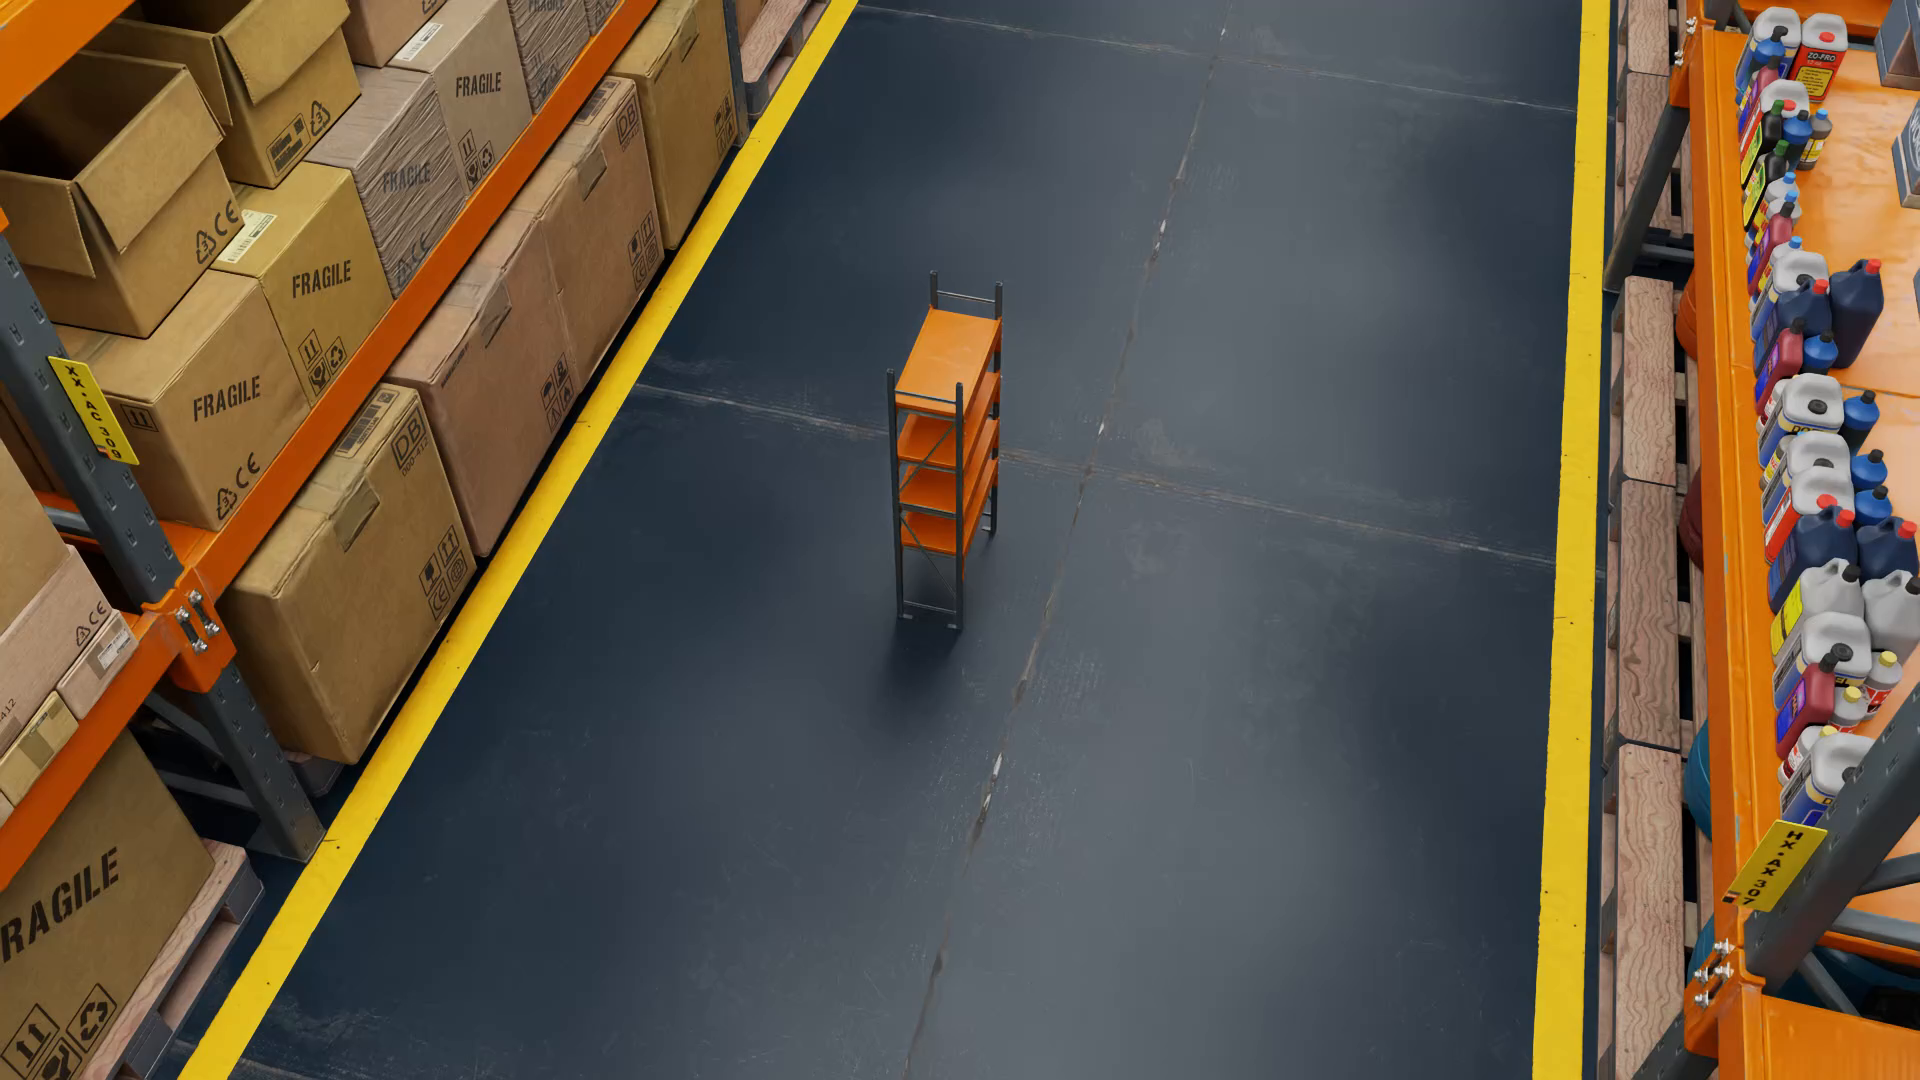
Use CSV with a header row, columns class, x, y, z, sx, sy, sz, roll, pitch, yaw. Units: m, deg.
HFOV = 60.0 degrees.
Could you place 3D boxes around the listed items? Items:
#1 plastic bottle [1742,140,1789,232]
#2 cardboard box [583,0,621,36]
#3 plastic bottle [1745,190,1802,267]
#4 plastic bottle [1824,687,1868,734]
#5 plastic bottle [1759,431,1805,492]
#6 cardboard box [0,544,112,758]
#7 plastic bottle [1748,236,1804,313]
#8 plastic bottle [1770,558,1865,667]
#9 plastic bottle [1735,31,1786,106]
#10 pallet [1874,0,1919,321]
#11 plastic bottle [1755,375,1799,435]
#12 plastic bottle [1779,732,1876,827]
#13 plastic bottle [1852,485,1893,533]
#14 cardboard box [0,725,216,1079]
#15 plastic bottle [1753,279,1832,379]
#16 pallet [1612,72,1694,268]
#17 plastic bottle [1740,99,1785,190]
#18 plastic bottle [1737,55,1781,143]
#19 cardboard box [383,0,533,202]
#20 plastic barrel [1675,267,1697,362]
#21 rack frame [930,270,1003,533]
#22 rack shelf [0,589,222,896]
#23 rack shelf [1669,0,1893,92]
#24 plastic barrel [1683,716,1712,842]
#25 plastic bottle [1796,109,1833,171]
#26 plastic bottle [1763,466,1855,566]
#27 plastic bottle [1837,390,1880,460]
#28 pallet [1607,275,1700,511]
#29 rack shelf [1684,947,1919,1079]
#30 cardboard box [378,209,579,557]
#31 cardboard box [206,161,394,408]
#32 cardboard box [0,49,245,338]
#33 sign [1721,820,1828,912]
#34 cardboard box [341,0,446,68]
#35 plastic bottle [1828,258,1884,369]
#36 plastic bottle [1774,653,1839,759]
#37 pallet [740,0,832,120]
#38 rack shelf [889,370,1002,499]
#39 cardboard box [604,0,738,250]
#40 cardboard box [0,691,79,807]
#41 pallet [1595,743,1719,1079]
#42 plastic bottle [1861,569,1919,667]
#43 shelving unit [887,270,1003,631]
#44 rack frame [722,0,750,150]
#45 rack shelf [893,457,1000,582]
class,x,y,z,sx,sy,sz,roll,pitch,yaw
plastic bottle,2.588,-1.133,5.327,0.061,0.283,0.133,12,50,10
cardboard box,-1.531,-2.255,6.173,0.500,0.500,0.500,11,50,10
plastic bottle,2.549,-0.971,5.192,0.097,0.271,0.097,0,49,0
plastic bottle,2.112,0.426,4.006,0.097,0.201,0.097,0,49,0
plastic bottle,2.283,-0.216,4.572,0.097,0.201,0.097,0,49,0
cardboard box,-2.419,0.228,3.950,0.500,0.250,0.500,11,49,9
plastic bottle,2.489,-0.804,5.045,0.097,0.271,0.097,0,49,0
plastic bottle,2.149,0.170,4.132,0.144,0.351,0.185,12,50,10
plastic bottle,2.793,-1.640,5.782,0.097,0.271,0.097,0,49,0
pallet,2.335,-0.633,2.933,1.213,0.211,1.003,12,50,10
plastic bottle,2.344,-0.383,4.720,0.097,0.201,0.097,0,49,0
plastic bottle,2.014,0.575,3.824,0.152,0.276,0.135,12,50,10
plastic bottle,2.369,-0.041,4.371,0.097,0.271,0.097,0,49,0
cardboard box,-2.807,0.932,4.564,0.875,0.875,0.875,12,50,10
plastic bottle,2.439,-0.627,4.835,0.144,0.351,0.185,12,50,10
pallet,3.517,-1.640,7.557,1.003,0.211,1.213,12,50,10
plastic bottle,2.649,-1.300,5.474,0.061,0.283,0.133,12,50,10
plastic bottle,2.719,-1.493,5.645,0.061,0.283,0.133,12,50,10
cardboard box,-1.799,-1.511,5.516,0.500,0.500,0.500,12,50,11
plastic barrel,3.163,-1.074,6.364,0.600,0.830,0.708,12,50,10
rack frame,0.021,-0.454,5.850,0.240,1.200,0.015,12,50,10
rack shelf,-3.082,1.591,3.325,1.077,0.370,4.000,12,50,10
rack shelf,3.802,-3.219,7.570,1.077,0.370,4.000,12,50,10
plastic barrel,2.569,0.536,4.895,0.600,0.901,0.708,12,50,10
plastic bottle,2.853,-1.349,5.573,0.097,0.201,0.097,0,49,0
plastic bottle,2.243,-0.054,4.379,0.152,0.276,0.135,12,50,10
plastic bottle,2.465,-0.306,4.605,0.097,0.271,0.097,0,49,0
pallet,3.108,-0.509,6.558,1.003,0.211,1.213,12,50,10
rack shelf,1.696,2.568,2.463,1.077,0.370,4.000,12,50,10
cardboard box,-2.172,-0.643,5.954,1.225,0.875,0.875,10,49,9
cardboard box,-2.062,-0.774,4.866,0.500,0.500,0.500,12,50,10
cardboard box,-2.396,-0.923,4.328,0.797,0.503,0.637,10,49,9
sign,1.692,0.682,3.463,0.100,0.325,0.005,12,50,10
cardboard box,-2.055,-1.870,5.164,0.797,0.503,0.637,13,50,11
plastic bottle,2.621,-0.694,4.895,0.144,0.351,0.185,12,50,10
plastic bottle,2.031,0.397,3.977,0.061,0.283,0.133,12,50,10
pallet,-1.296,-2.630,8.430,1.003,0.211,1.213,12,50,10
rack shelf,-0.044,-0.381,5.577,0.258,0.148,0.480,12,50,10
cardboard box,-1.705,-1.928,7.088,1.225,0.875,0.875,9,49,8
cardboard box,-2.388,0.461,4.010,0.380,0.149,0.250,12,50,11
pallet,2.466,1.256,5.001,1.003,0.211,1.213,12,50,10
plastic bottle,2.288,0.199,4.107,0.144,0.351,0.185,12,50,10
shelving unit,-0.044,-0.277,5.694,0.258,1.200,0.503,12,50,10
rack frame,-1.503,-2.987,6.886,1.000,3.000,0.127,12,50,10
rack shelf,-0.044,-0.101,5.894,0.258,0.148,0.480,12,50,10
